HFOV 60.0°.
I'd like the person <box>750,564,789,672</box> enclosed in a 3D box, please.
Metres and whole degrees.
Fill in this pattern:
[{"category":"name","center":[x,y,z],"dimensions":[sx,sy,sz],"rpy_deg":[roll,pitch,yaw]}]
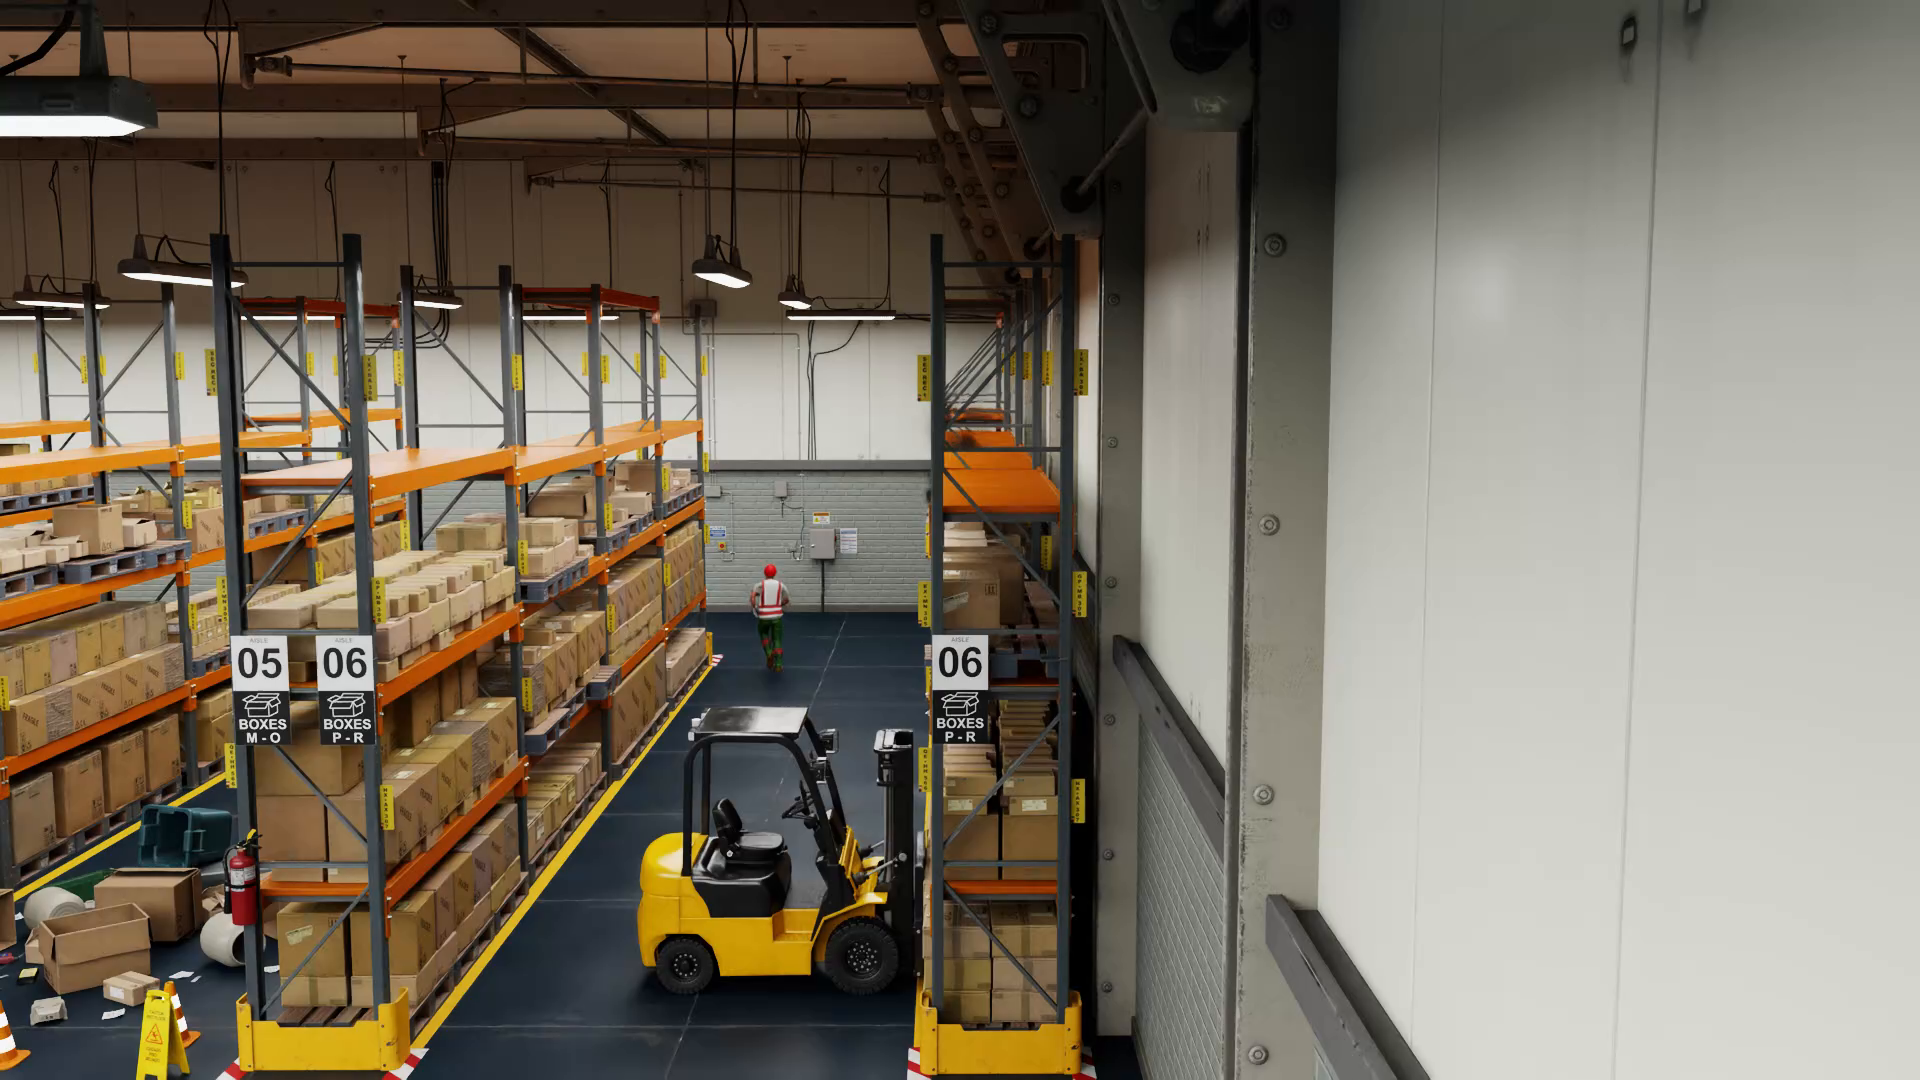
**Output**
[{"category":"person","center":[-3.128,1.257,27.300],"dimensions":[0.643,1.739,0.755],"rpy_deg":[-1,6,-8]}]
